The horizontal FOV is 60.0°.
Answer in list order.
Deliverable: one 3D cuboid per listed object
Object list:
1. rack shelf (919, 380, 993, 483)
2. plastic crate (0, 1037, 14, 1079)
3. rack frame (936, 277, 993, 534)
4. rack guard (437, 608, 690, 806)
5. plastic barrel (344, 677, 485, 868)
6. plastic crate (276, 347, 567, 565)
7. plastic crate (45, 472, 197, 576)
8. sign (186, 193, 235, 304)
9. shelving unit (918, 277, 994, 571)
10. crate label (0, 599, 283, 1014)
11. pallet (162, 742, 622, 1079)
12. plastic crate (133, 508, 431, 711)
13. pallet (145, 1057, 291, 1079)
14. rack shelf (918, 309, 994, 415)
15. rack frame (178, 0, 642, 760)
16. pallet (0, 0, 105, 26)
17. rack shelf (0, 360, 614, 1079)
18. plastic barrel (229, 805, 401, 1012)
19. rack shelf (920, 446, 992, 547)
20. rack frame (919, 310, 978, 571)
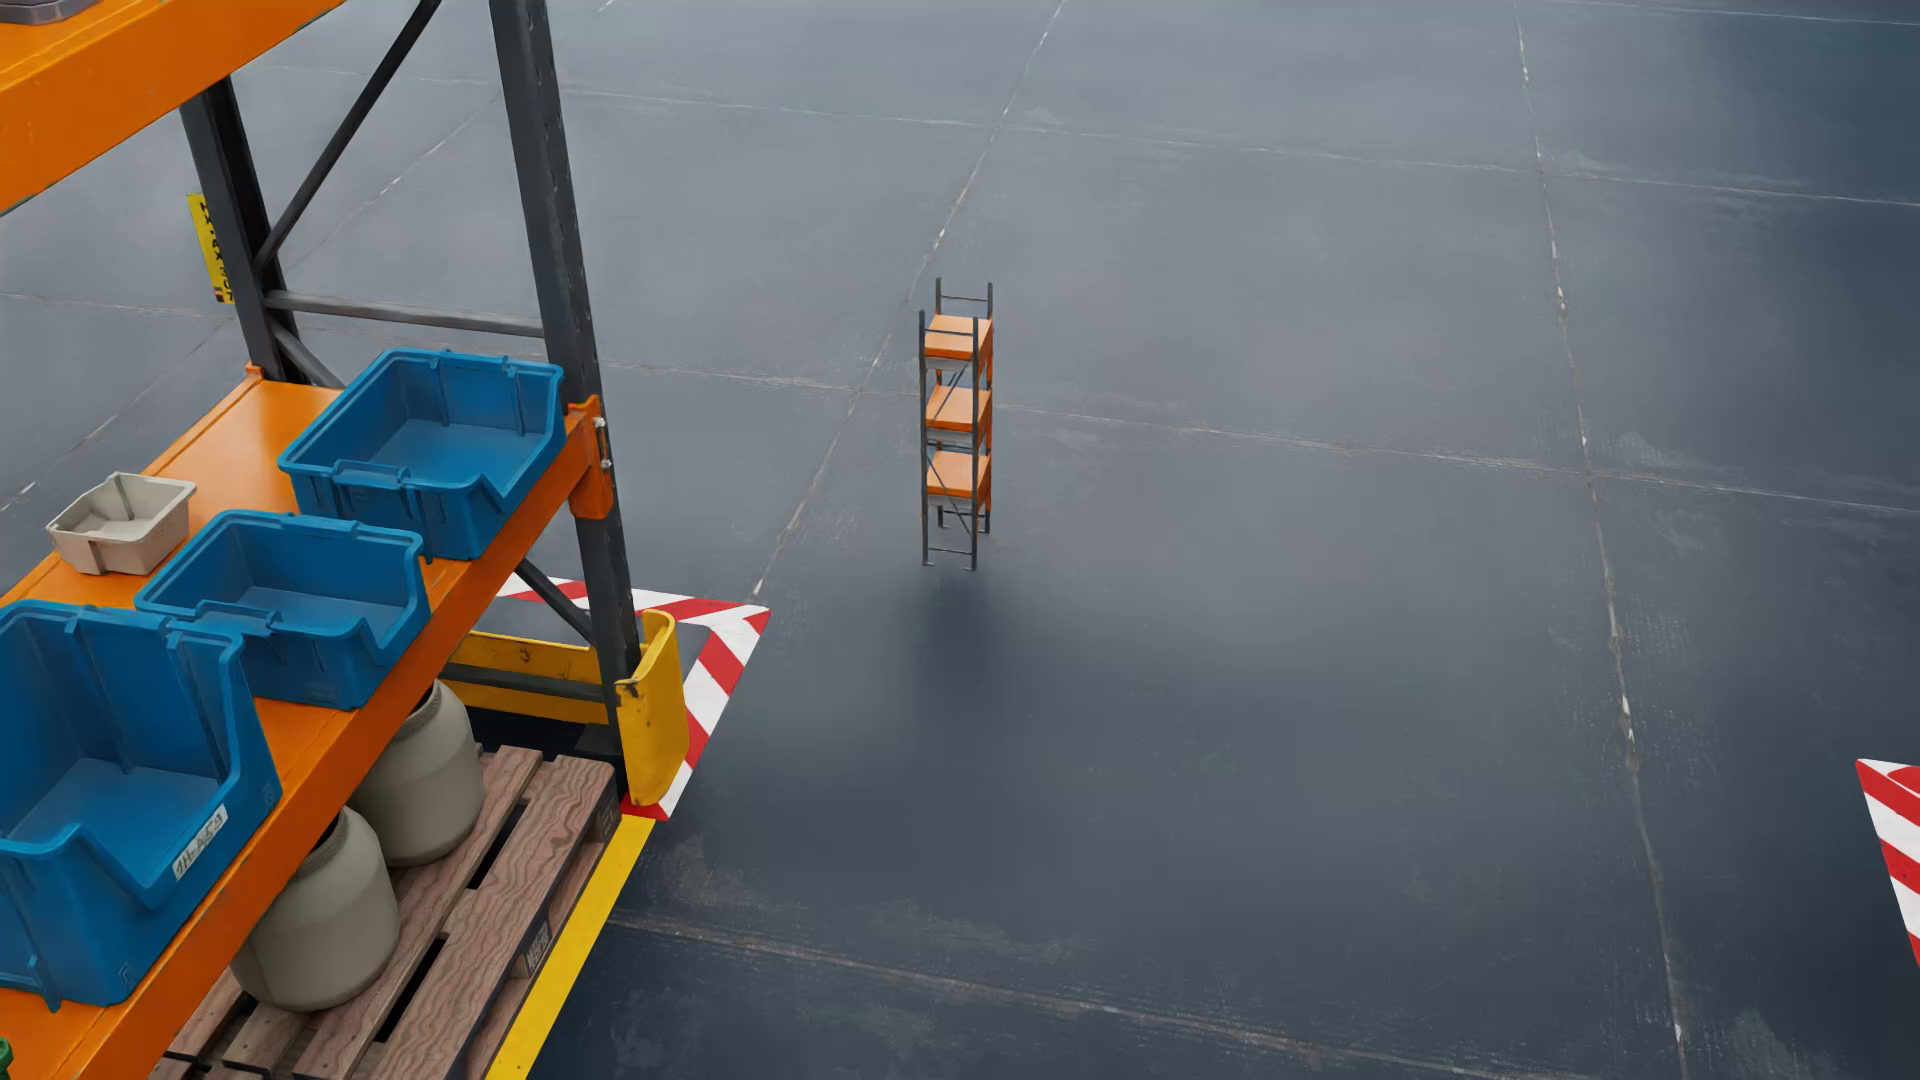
[{"bbox_3d":[-0.011,-0.386,5.906,0.215,0.259,0.240,7,37,10],"label":"rack shelf"},{"bbox_3d":[-1.780,1.028,2.457,0.450,0.188,0.662,7,37,10],"label":"plastic crate"},{"bbox_3d":[0.015,-0.464,5.996,0.200,1.050,0.008,7,37,10],"label":"rack frame"},{"bbox_3d":[-1.462,0.453,5.199,1.175,0.500,0.348,7,37,10],"label":"rack guard"},{"bbox_3d":[-1.558,0.616,4.607,0.421,0.512,0.421,0,36,0],"label":"plastic barrel"},{"bbox_3d":[-1.306,-0.224,4.130,0.499,0.251,0.616,7,37,10],"label":"plastic crate"},{"bbox_3d":[-1.997,-0.029,3.959,0.298,0.136,0.250,7,37,10],"label":"plastic crate"},{"bbox_3d":[-2.028,-0.792,4.551,0.100,0.325,0.005,7,37,10],"label":"sign"},{"bbox_3d":[-0.011,-0.394,5.900,0.215,1.050,0.252,7,37,10],"label":"shelving unit"},{"bbox_3d":[-1.621,0.466,3.021,0.502,0.435,0.616,7,37,10],"label":"crate label"},{"bbox_3d":[-1.641,1.035,4.642,1.003,0.211,1.213,7,37,10],"label":"pallet"},{"bbox_3d":[-1.451,0.148,3.617,0.499,0.251,0.408,7,37,10],"label":"plastic crate"},{"bbox_3d":[-1.904,1.732,3.680,1.003,0.211,1.213,7,37,10],"label":"pallet"},{"bbox_3d":[-0.011,-0.616,5.739,0.215,0.259,0.240,7,37,10],"label":"rack shelf"},{"bbox_3d":[-1.492,-0.609,4.534,1.000,3.000,0.127,7,37,10],"label":"rack frame"},{"bbox_3d":[-1.764,-1.285,3.071,1.003,0.211,1.213,7,37,10],"label":"pallet"},{"bbox_3d":[-1.919,0.829,3.163,1.077,0.370,4.000,7,37,10],"label":"rack shelf"},{"bbox_3d":[-1.665,0.903,4.210,0.421,0.512,0.421,0,36,0],"label":"plastic barrel"},{"bbox_3d":[-0.011,-0.161,6.069,0.215,0.259,0.240,7,37,10],"label":"rack shelf"},{"bbox_3d":[-0.038,-0.324,5.803,0.200,1.050,0.008,7,37,10],"label":"rack frame"}]
